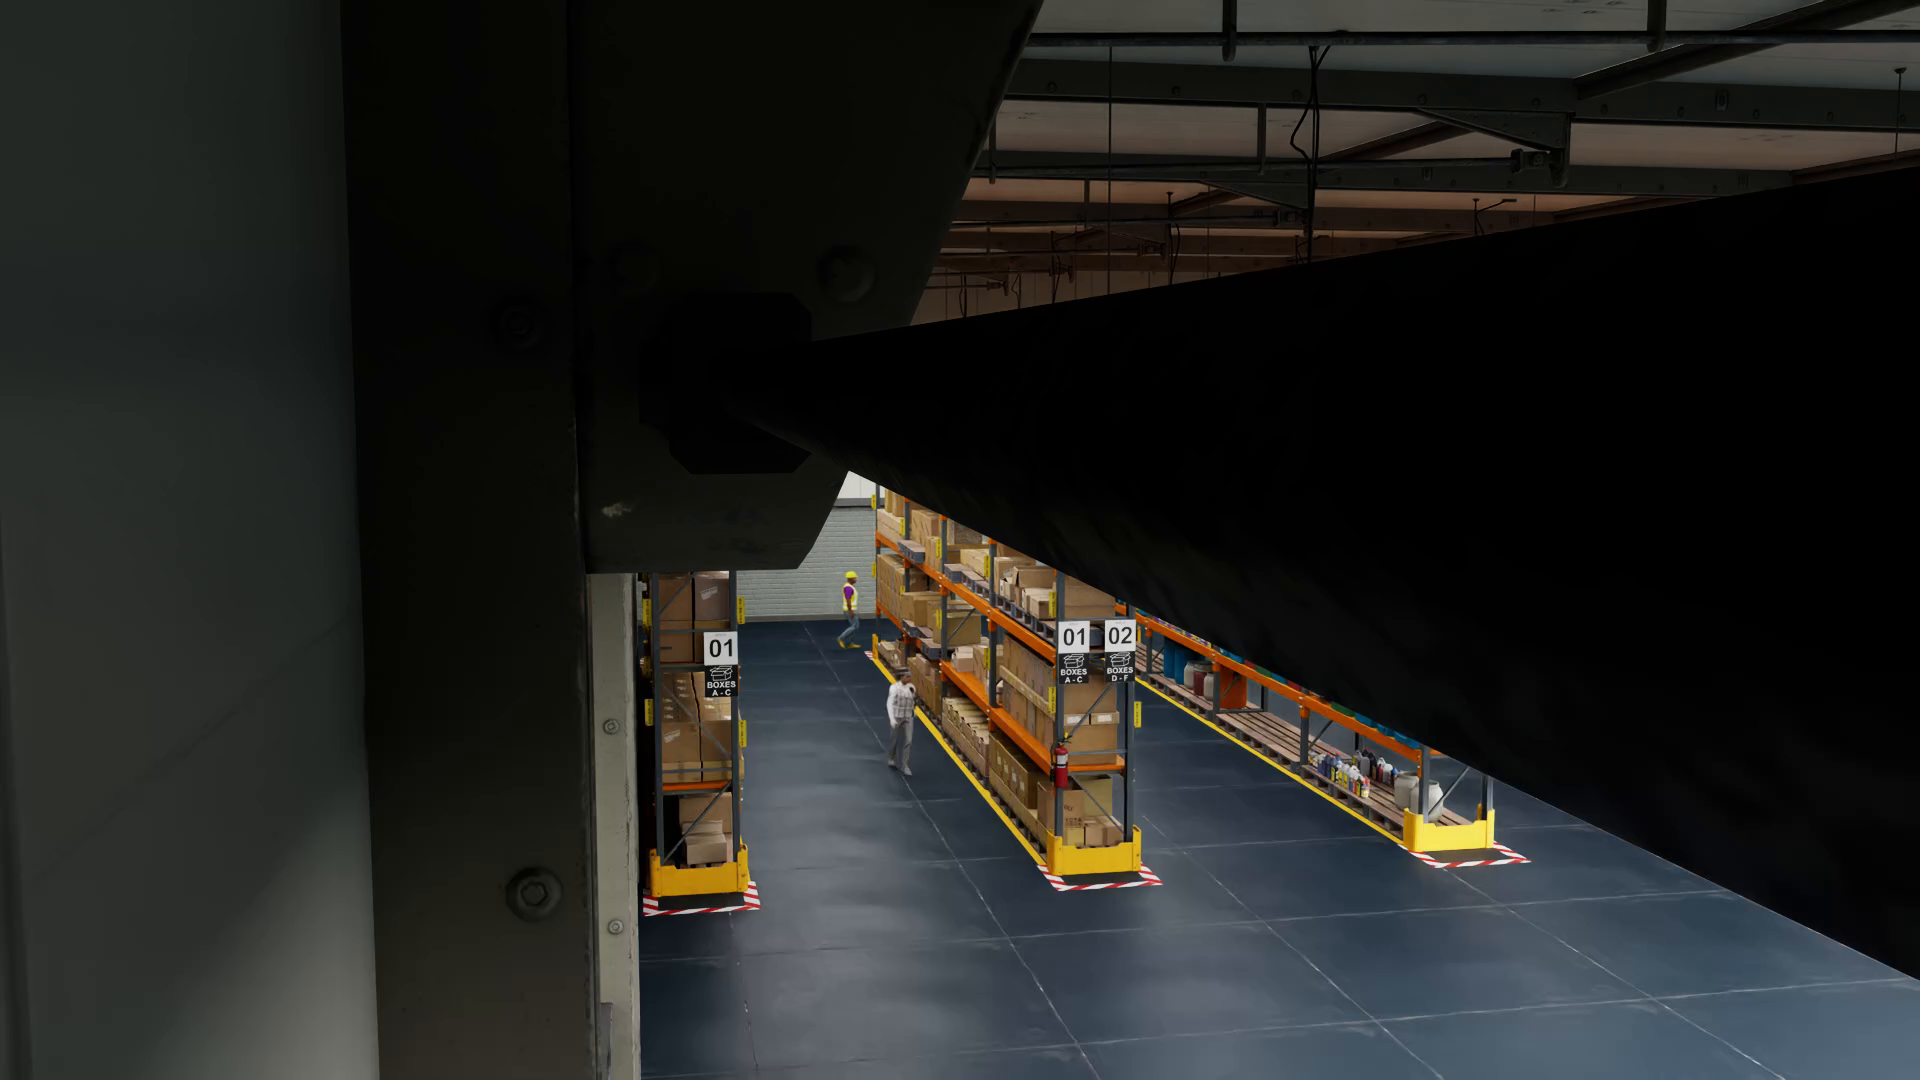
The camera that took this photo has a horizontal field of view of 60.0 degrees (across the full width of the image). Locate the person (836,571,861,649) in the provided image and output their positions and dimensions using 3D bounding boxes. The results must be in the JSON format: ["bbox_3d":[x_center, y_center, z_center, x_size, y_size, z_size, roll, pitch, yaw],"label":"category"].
[{"bbox_3d":[-2.519,1.588,37.490,0.568,1.758,0.614,-1,6,-9],"label":"person"}]

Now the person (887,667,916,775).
[{"bbox_3d":[-0.904,2.834,26.269,0.562,1.677,0.715,-3,7,-28],"label":"person"}]
